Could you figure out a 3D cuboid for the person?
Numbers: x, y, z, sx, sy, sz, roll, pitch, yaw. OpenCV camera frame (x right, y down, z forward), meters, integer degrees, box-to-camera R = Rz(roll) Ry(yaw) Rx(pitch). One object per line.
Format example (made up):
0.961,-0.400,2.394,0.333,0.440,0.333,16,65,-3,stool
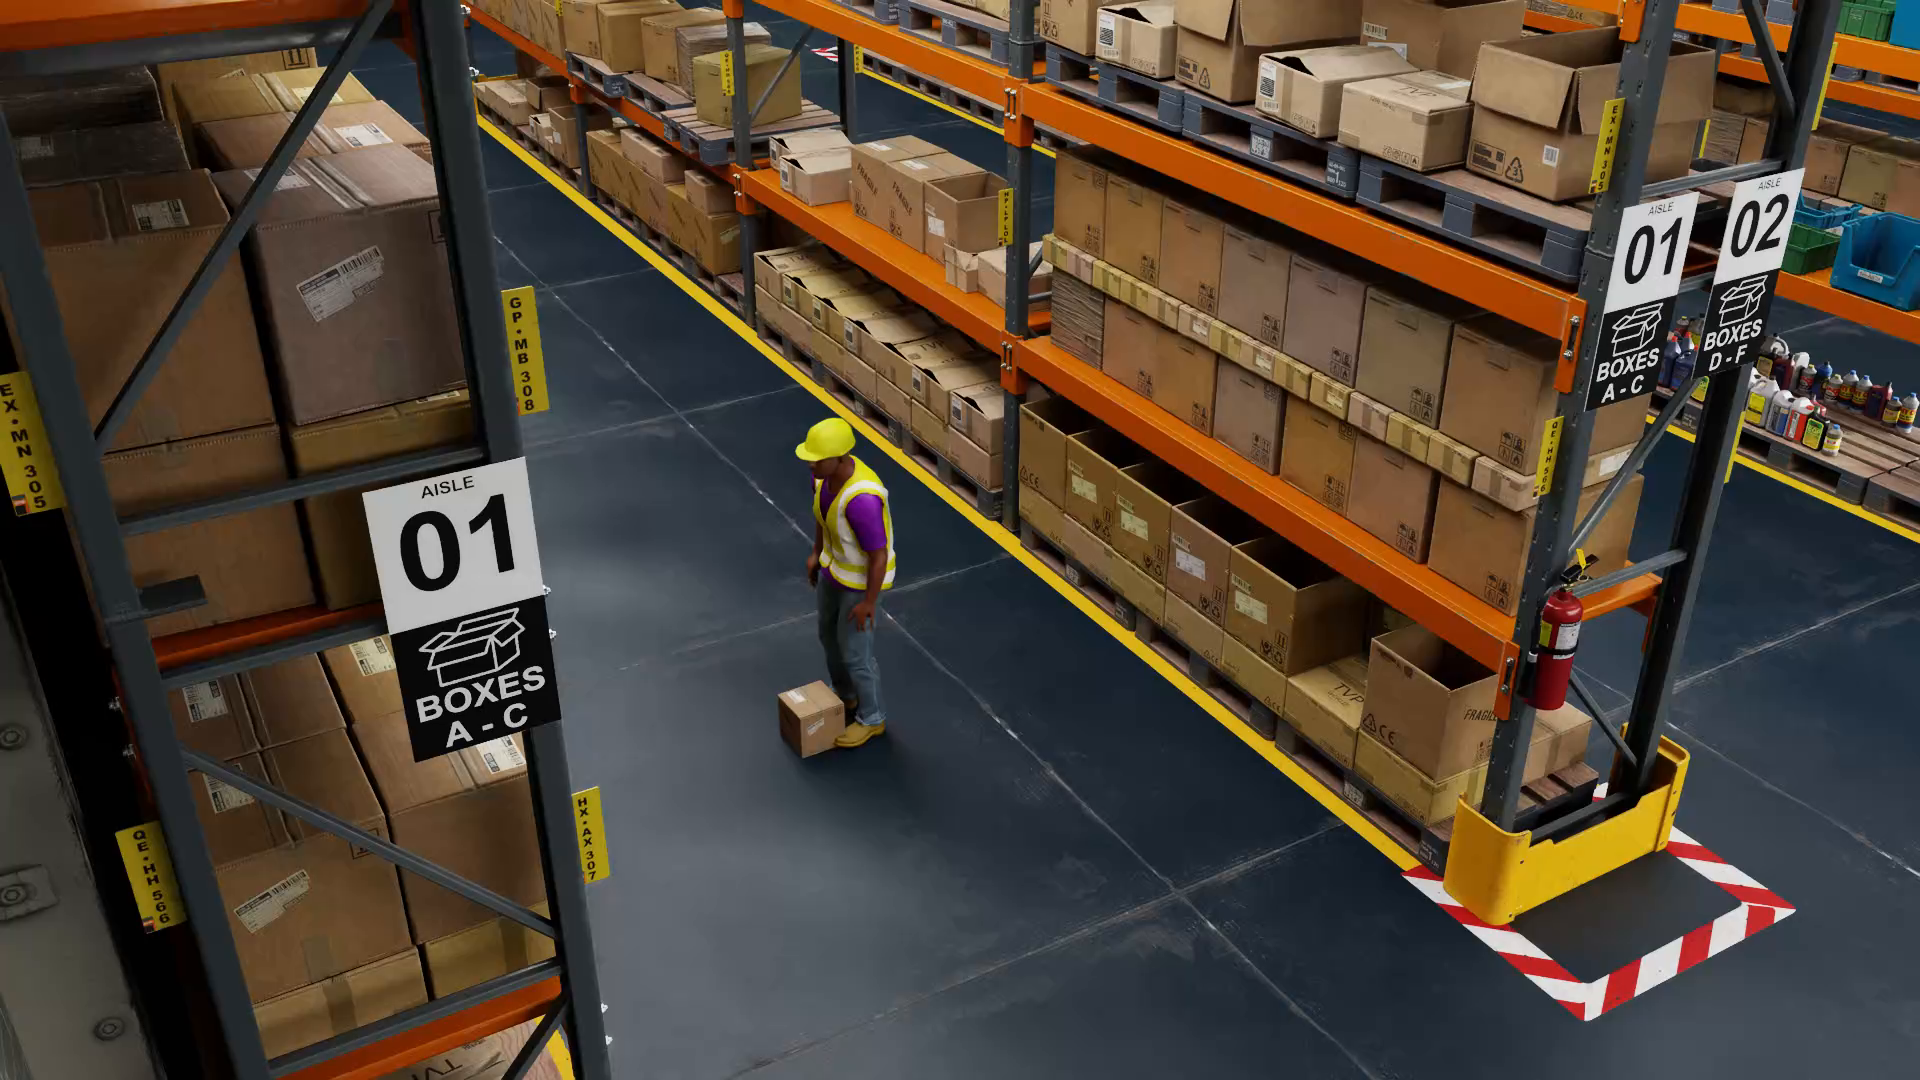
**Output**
-0.568,0.186,8.206,0.456,1.761,0.623,-16,32,-26,person
